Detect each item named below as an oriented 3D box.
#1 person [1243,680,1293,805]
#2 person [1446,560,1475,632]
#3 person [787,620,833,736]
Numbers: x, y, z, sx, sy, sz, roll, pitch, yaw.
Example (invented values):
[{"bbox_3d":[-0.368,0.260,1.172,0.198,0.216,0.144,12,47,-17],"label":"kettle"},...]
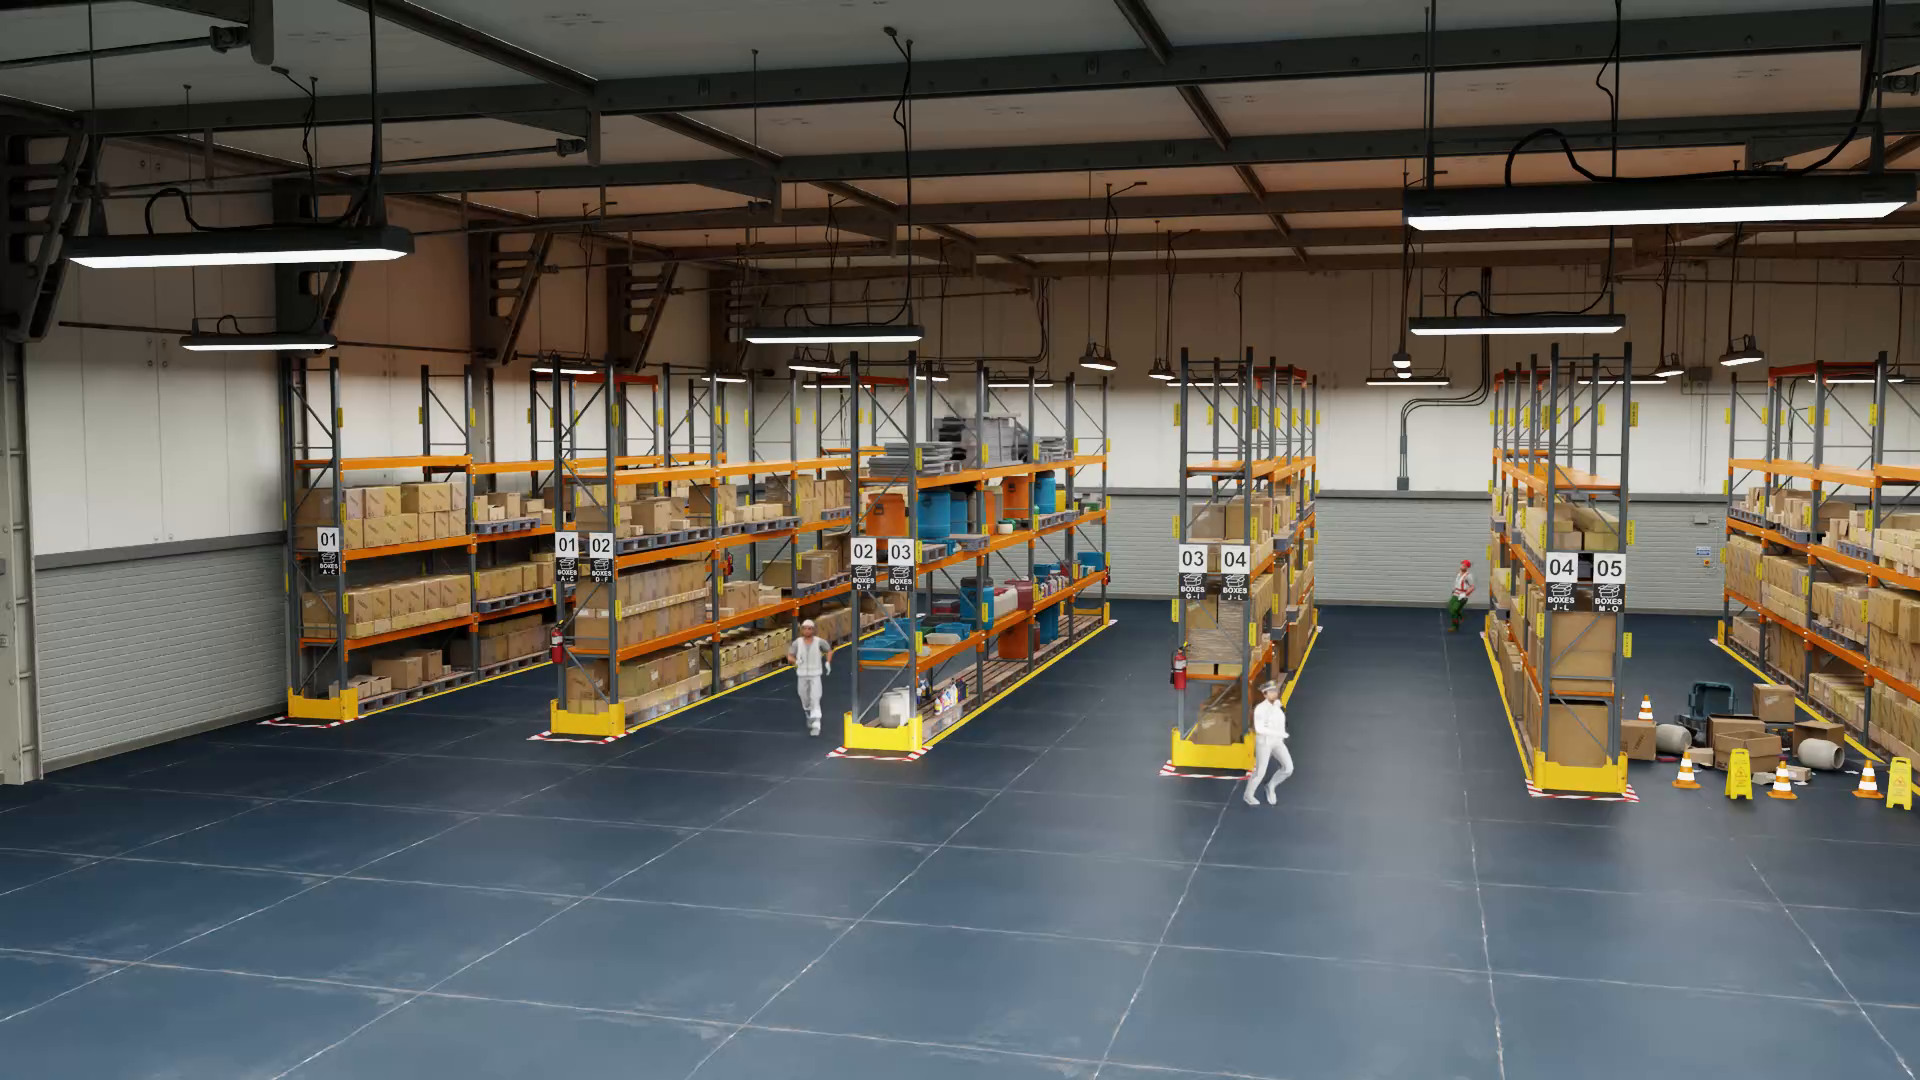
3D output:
[{"bbox_3d":[3.981,2.596,21.249,0.626,1.650,0.794,-2,5,-29],"label":"person"},{"bbox_3d":[11.676,1.307,38.708,0.555,1.708,0.711,-1,4,-19],"label":"person"},{"bbox_3d":[-2.354,2.124,25.913,0.690,1.772,1.058,0,4,5],"label":"person"}]
